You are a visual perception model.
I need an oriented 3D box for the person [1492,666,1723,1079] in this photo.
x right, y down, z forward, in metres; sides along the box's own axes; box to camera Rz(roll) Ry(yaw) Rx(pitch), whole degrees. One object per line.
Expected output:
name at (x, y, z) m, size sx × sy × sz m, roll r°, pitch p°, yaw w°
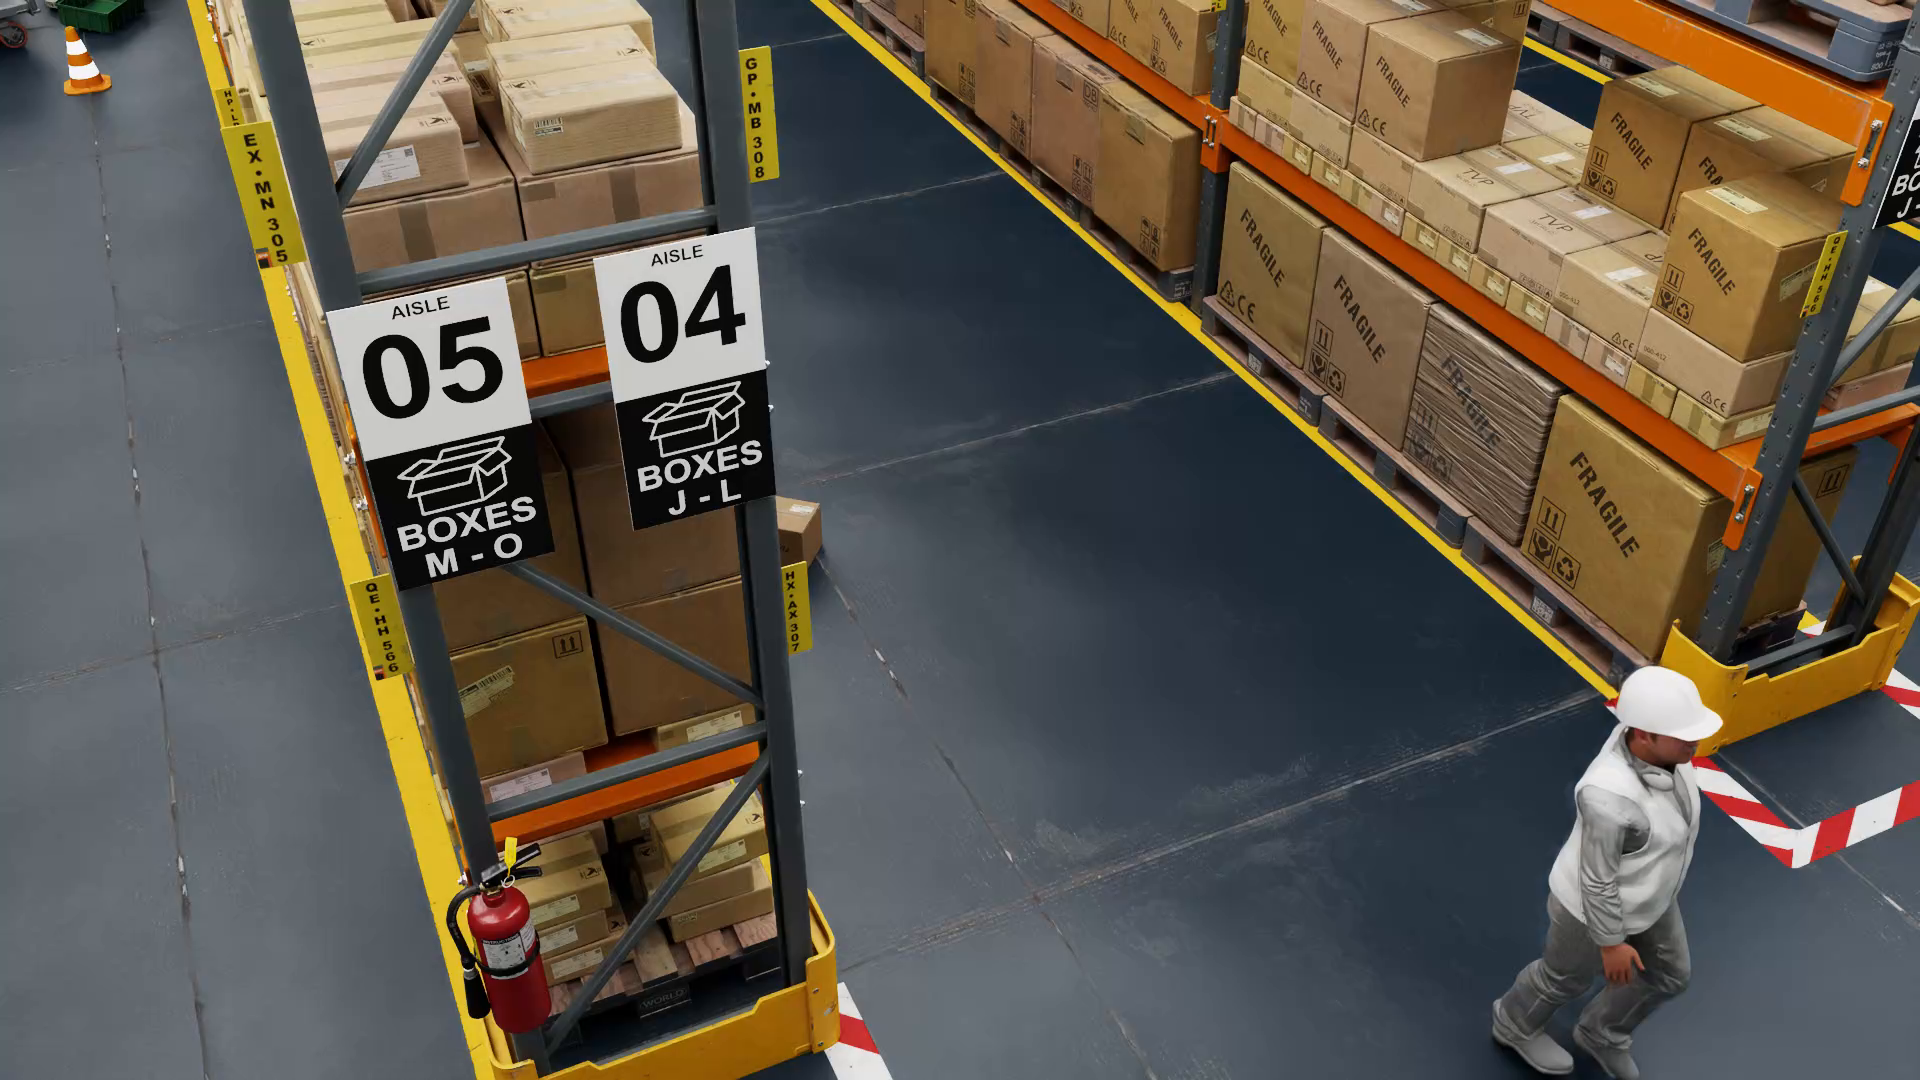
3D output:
person at (2.099, 1.154, 5.321) m, size 0.533 × 1.837 × 0.570 m, roll 29°, pitch 46°, yaw 33°
